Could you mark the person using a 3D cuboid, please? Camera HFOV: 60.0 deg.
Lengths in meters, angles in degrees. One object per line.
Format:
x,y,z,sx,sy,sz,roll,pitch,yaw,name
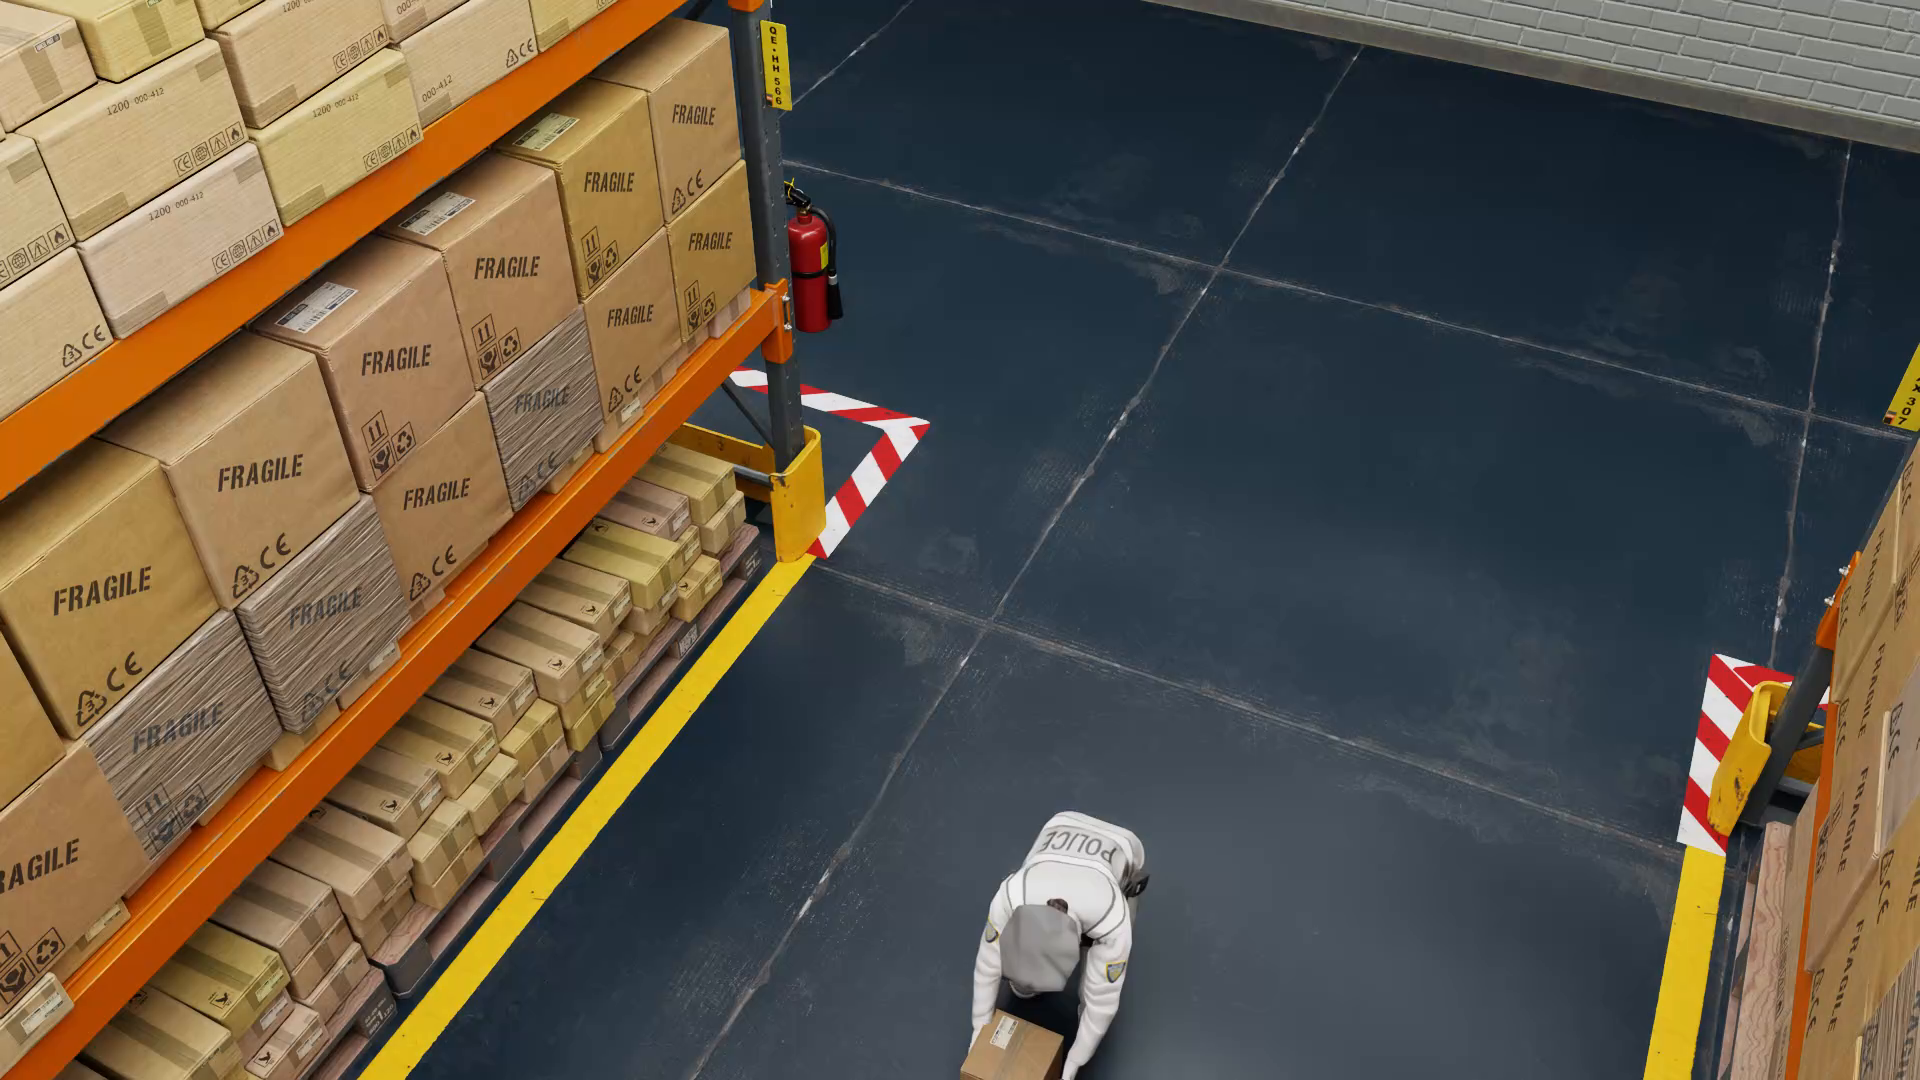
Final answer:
0.336,1.263,5.322,0.486,0.928,0.853,17,45,18,person
